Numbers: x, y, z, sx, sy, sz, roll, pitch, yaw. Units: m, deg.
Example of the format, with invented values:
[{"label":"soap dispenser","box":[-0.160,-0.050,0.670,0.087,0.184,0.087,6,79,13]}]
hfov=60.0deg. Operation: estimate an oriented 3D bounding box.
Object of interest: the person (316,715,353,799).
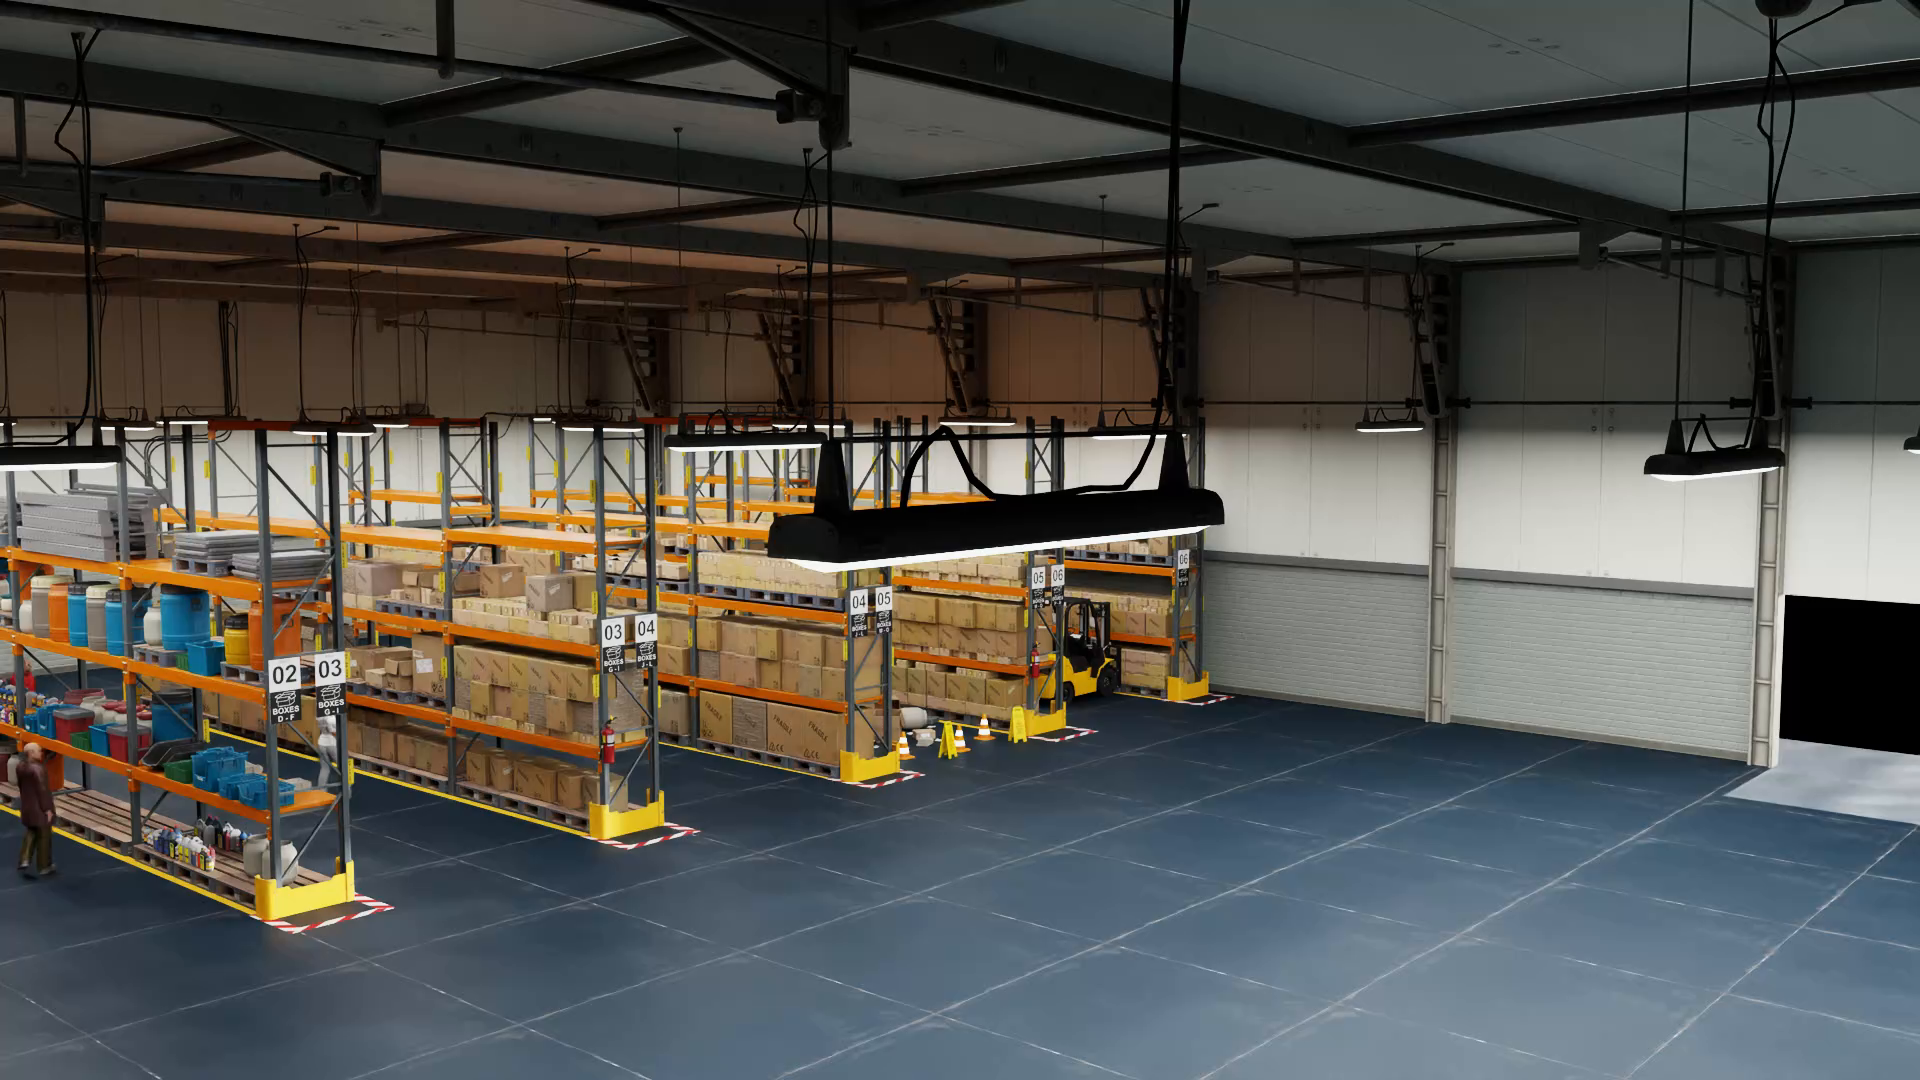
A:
[{"label":"person","box":[-9.948,3.312,26.433,0.551,1.638,0.456,2,5,23]}]

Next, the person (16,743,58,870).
[{"label":"person","box":[-12.367,3.551,22.271,0.588,1.709,0.494,1,5,11]}]

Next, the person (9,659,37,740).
[{"label":"person","box":[-16.993,2.950,30.134,0.808,1.621,0.483,3,6,34]}]
